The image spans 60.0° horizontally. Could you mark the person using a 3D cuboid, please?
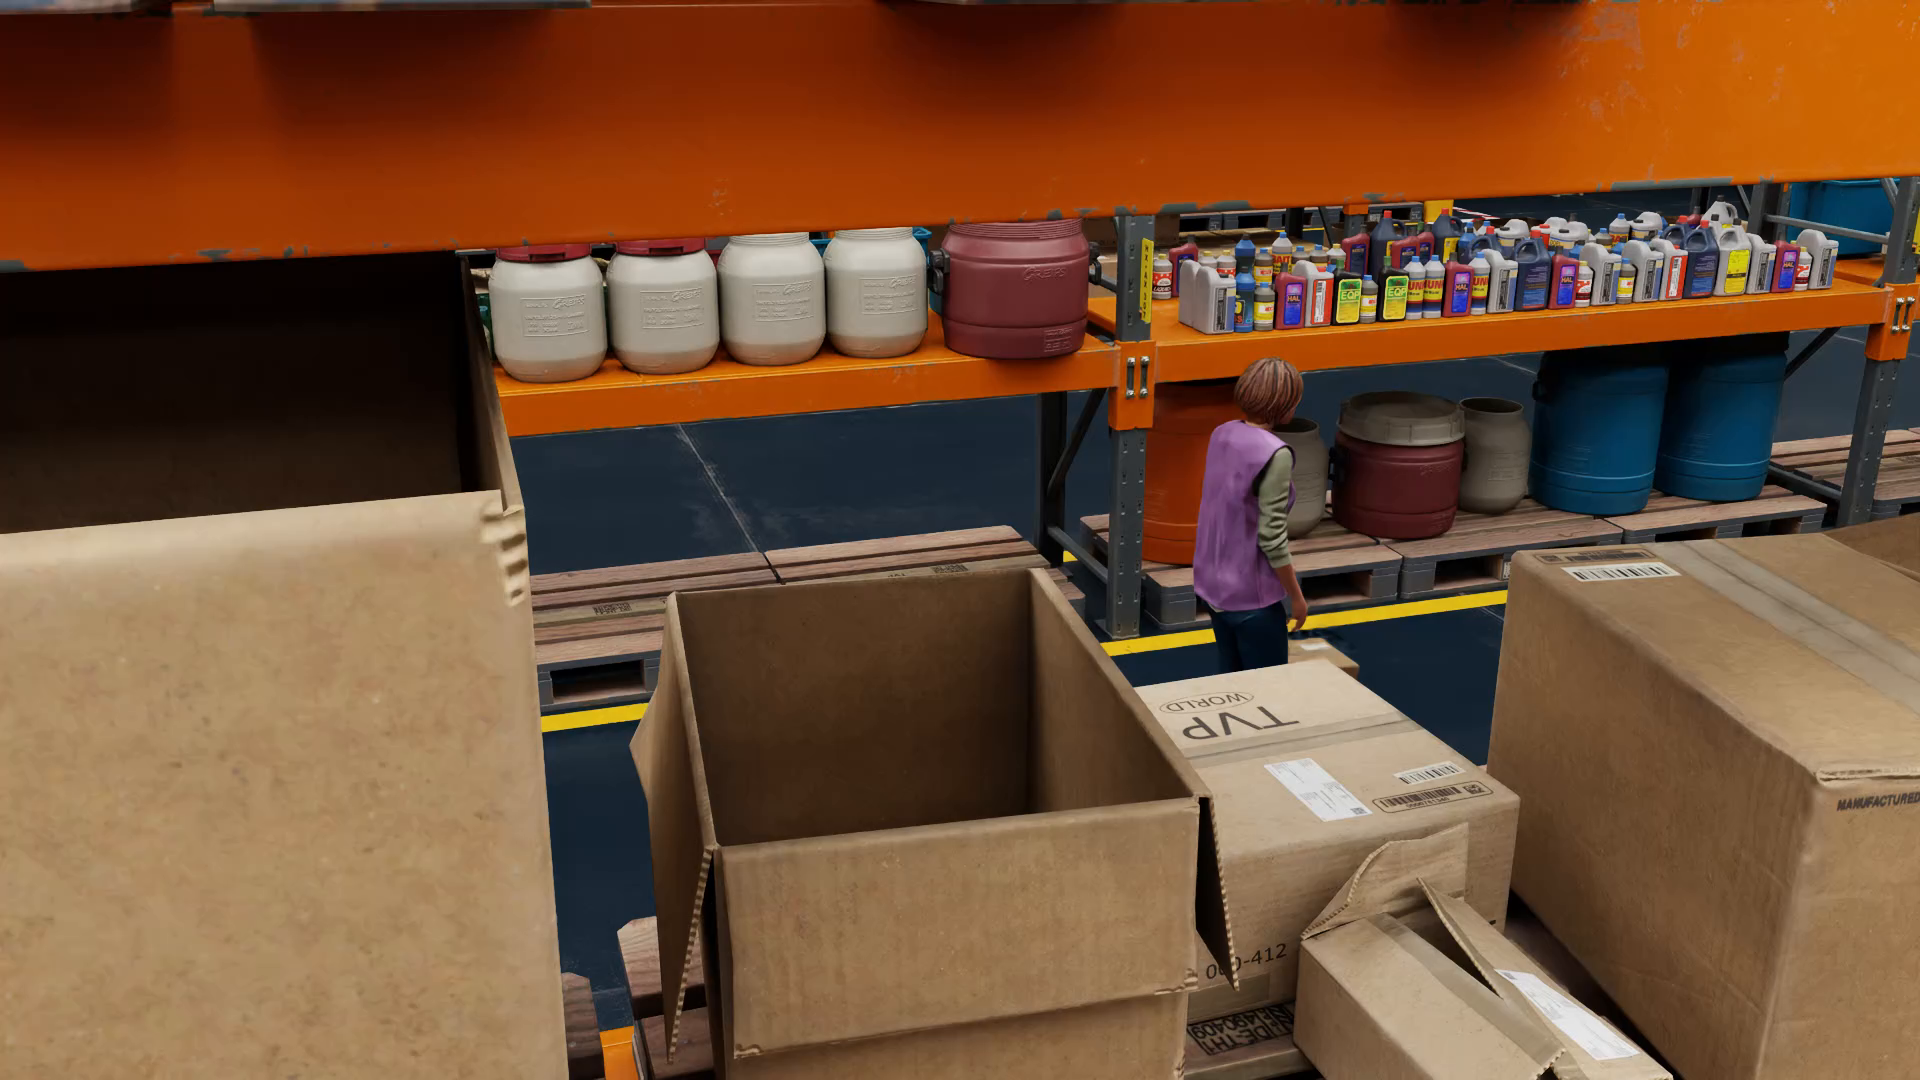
[{"bbox_3d":[0.966,0.175,5.587,0.336,1.597,0.453,-7,21,-19],"label":"person"}]
